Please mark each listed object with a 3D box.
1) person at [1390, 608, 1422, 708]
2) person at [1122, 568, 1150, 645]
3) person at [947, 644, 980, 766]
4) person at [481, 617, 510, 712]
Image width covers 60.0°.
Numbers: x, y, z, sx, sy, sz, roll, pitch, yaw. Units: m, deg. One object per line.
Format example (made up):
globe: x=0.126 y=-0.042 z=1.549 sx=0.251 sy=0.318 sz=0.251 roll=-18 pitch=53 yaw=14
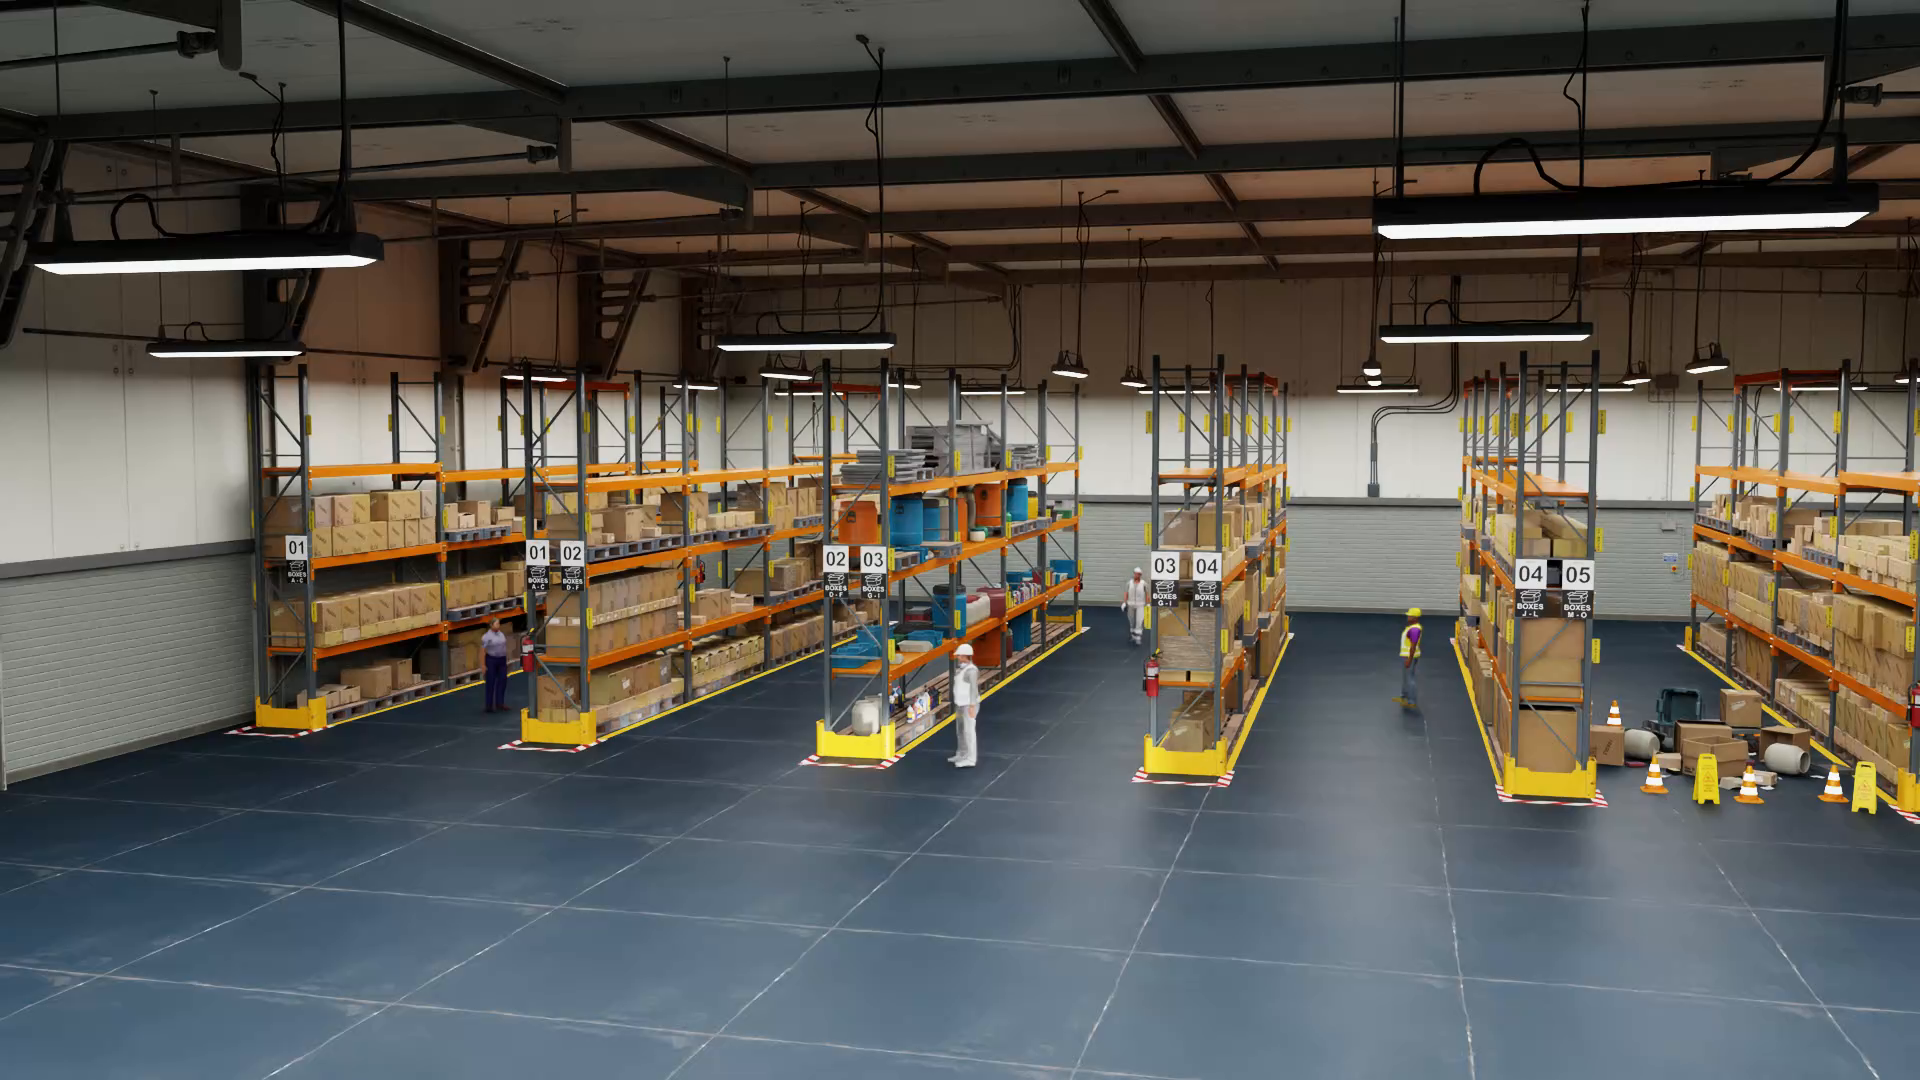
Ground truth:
person: x=7.946 y=2.080 z=29.682 sx=0.620 sy=1.760 sz=0.573 roll=2 pitch=5 yaw=30
person: x=4.014 y=1.504 z=37.896 sx=0.649 sy=1.738 sz=1.019 roll=1 pitch=4 yaw=11
person: x=0.055 y=2.418 z=24.507 sx=0.433 sy=1.776 sz=0.565 roll=-1 pitch=4 yaw=-20
person: x=-8.144 y=2.268 z=29.168 sx=0.372 sy=1.460 sz=0.583 roll=3 pitch=5 yaw=37
